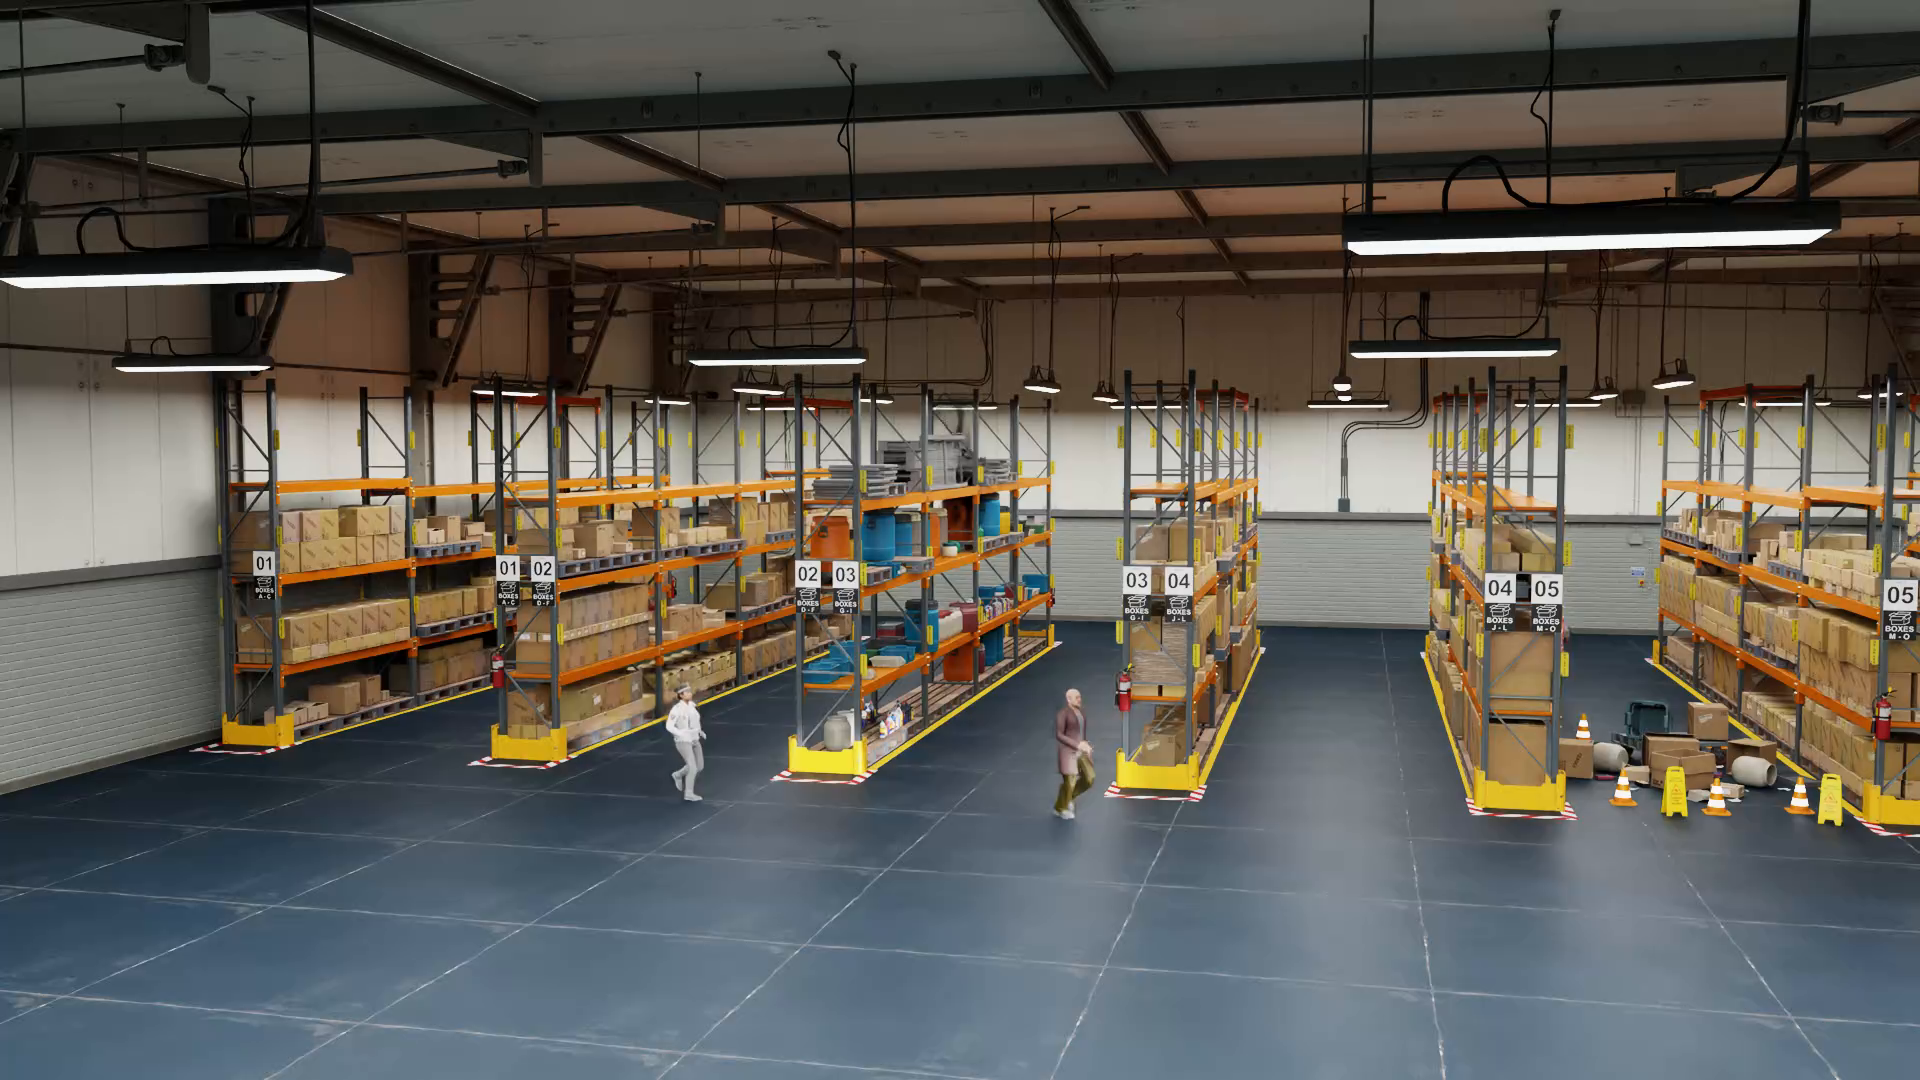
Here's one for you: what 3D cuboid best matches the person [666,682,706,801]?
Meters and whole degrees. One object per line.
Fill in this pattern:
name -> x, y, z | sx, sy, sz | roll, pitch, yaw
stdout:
person -> -3.821, 2.794, 23.119 | 0.562, 1.635, 0.615 | 2, 4, 32

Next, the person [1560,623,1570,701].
person -> 11.260, 2.201, 31.599 | 0.646, 1.840, 0.886 | 1, 4, 12

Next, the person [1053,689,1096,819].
person -> 1.517, 2.842, 21.899 | 0.715, 1.687, 0.689 | 3, 5, 44

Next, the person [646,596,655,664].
person -> -6.606, 2.055, 35.434 | 0.672, 1.733, 0.813 | 0, 3, 5
